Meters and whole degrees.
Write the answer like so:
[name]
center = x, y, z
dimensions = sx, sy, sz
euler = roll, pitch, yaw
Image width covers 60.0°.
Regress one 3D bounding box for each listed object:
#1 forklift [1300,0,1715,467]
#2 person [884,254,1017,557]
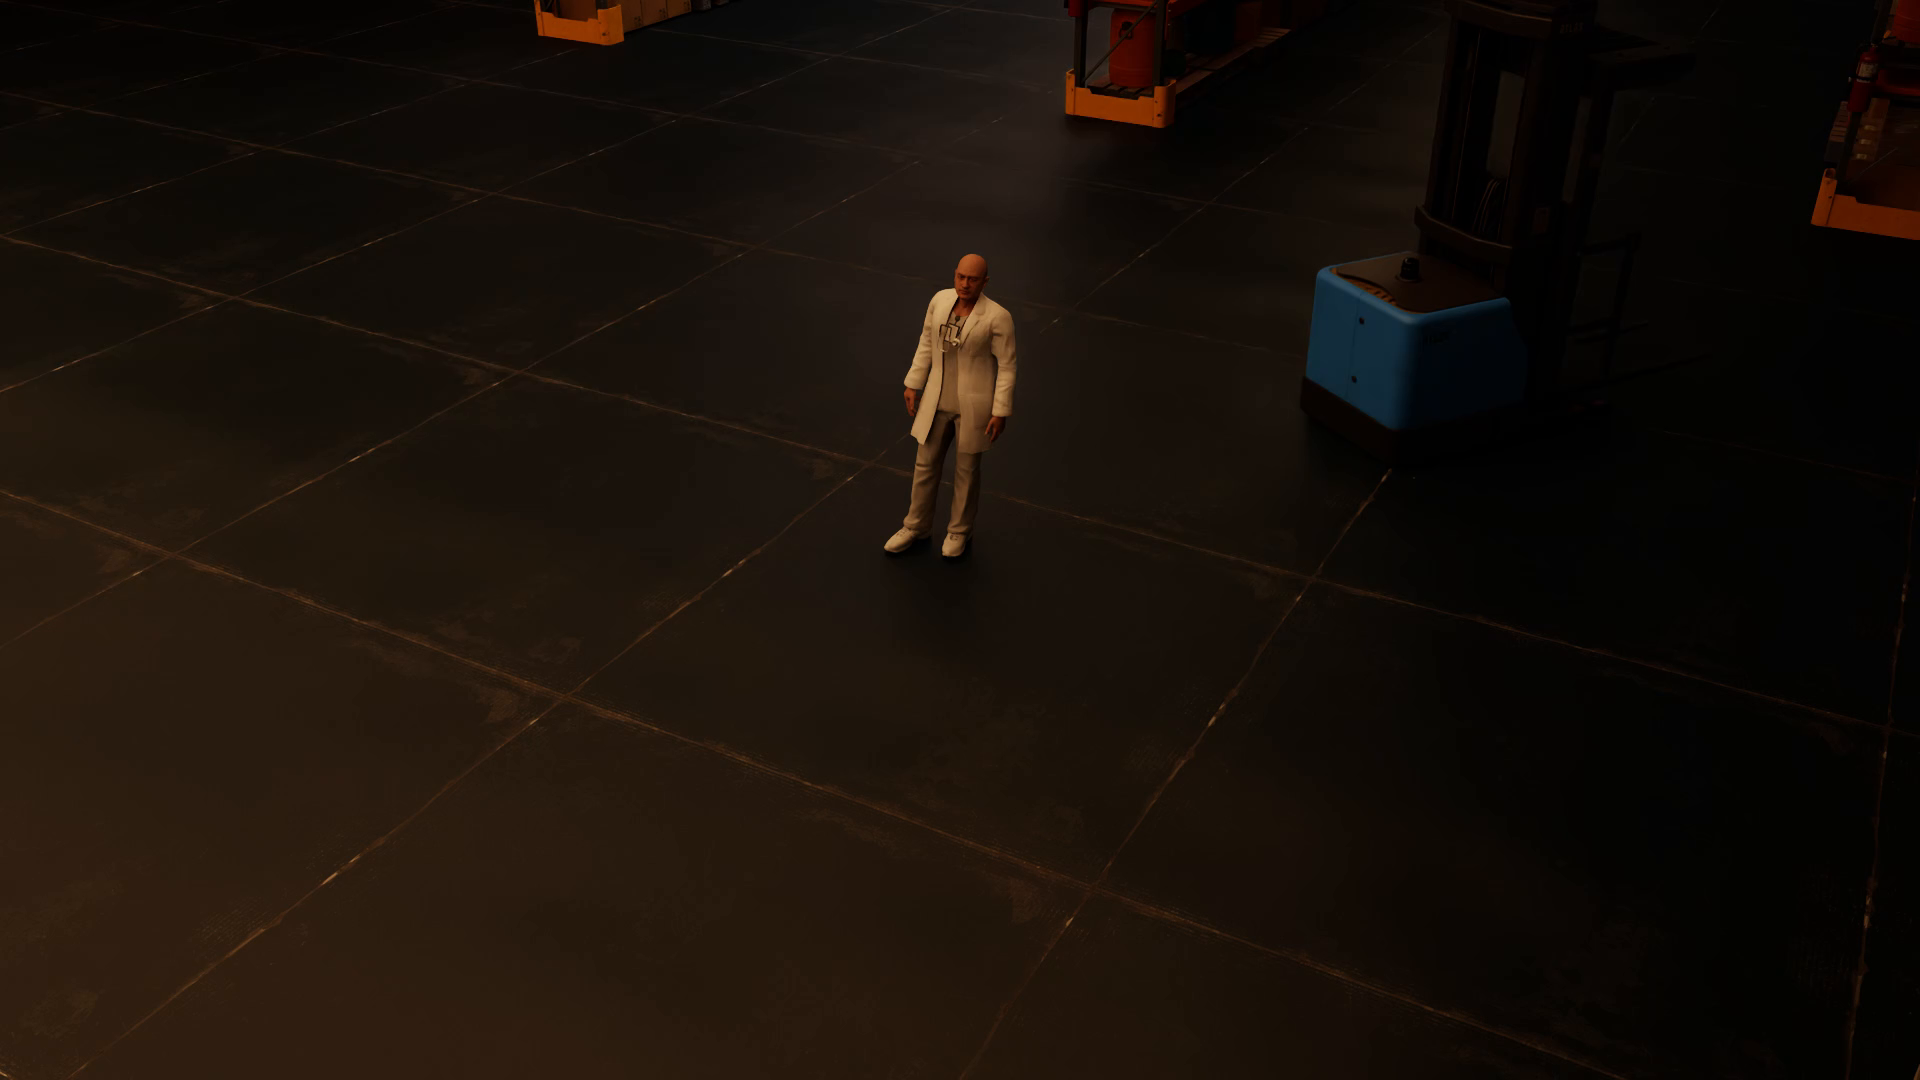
[forklift]
center = 3.893, -2.241, 10.953
dimensions = 3.031, 2.935, 1.130
euler = -14, 33, -22
[person]
center = -0.048, -0.737, 9.487
dimensions = 0.698, 1.778, 0.578
euler = 15, 33, 25
